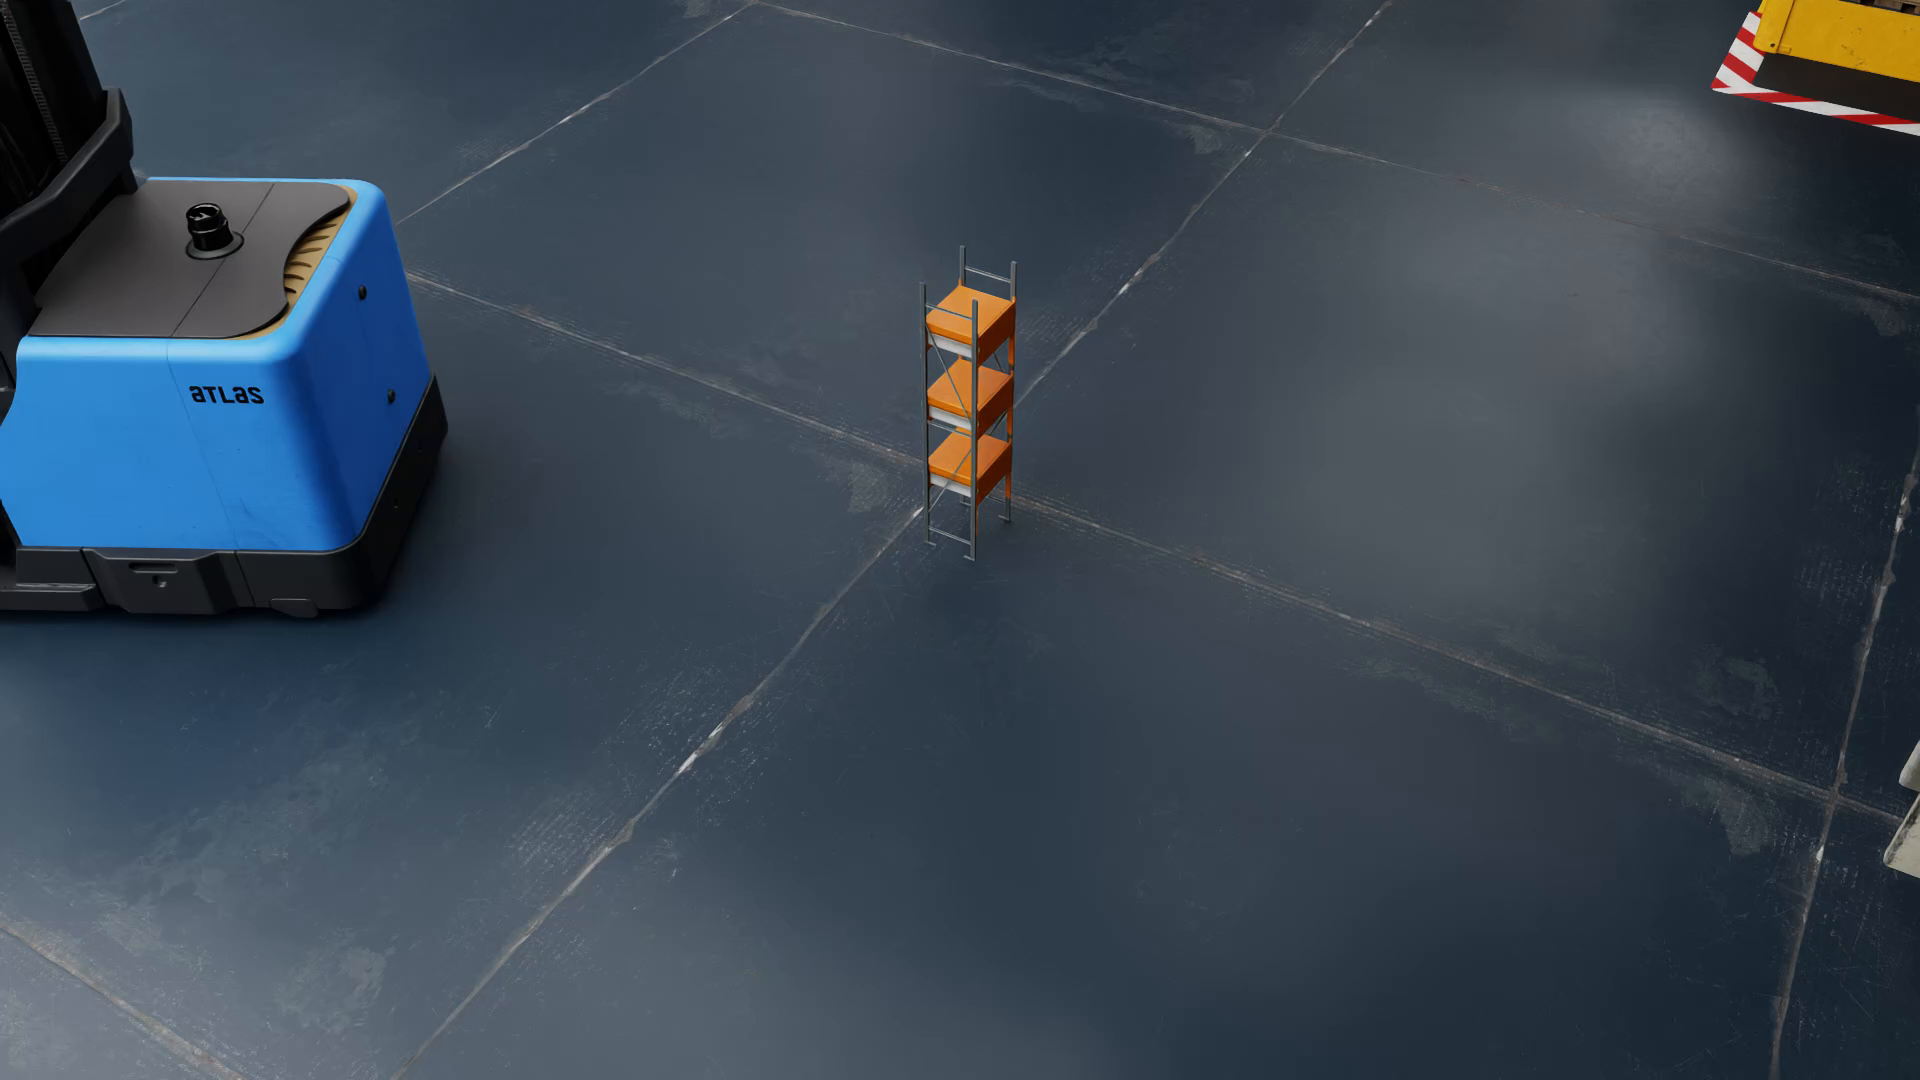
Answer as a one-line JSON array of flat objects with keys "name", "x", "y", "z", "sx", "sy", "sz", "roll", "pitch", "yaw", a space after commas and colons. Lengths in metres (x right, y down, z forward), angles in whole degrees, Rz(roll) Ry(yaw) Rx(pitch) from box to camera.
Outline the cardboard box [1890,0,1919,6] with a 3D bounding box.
[{"name": "cardboard box", "x": 5.135, "y": -2.946, "z": 8.588, "sx": 0.500, "sy": 0.250, "sz": 0.500, "roll": 21, "pitch": 46, "yaw": 22}]

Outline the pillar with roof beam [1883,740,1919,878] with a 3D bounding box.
[{"name": "pillar with roof beam", "x": -0.881, "y": -3.946, "z": 3.422, "sx": 9.100, "sy": 9.000, "sz": 0.400, "roll": 21, "pitch": 45, "yaw": 22}]

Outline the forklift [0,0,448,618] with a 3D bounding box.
[{"name": "forklift", "x": -3.403, "y": -1.194, "z": 4.888, "sx": 3.031, "sy": 2.935, "sz": 1.130, "roll": 1, "pitch": 41, "yaw": 1}]

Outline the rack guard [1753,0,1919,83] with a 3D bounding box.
[{"name": "rack guard", "x": 4.708, "y": -2.652, "z": 8.383, "sx": 1.175, "sy": 0.500, "sz": 0.348, "roll": 21, "pitch": 45, "yaw": 22}]

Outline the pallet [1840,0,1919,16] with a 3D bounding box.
[{"name": "pallet", "x": 5.066, "y": -3.009, "z": 9.007, "sx": 1.003, "sy": 0.211, "sz": 1.213, "roll": 21, "pitch": 45, "yaw": 22}]

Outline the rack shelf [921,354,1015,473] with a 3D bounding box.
[{"name": "rack shelf", "x": 0.027, "y": -0.417, "z": 5.445, "sx": 0.215, "sy": 0.259, "sz": 0.240, "roll": 21, "pitch": 45, "yaw": 22}]

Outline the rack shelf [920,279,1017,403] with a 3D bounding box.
[{"name": "rack shelf", "x": 0.027, "y": -0.630, "z": 5.257, "sx": 0.215, "sy": 0.259, "sz": 0.240, "roll": 21, "pitch": 45, "yaw": 22}]

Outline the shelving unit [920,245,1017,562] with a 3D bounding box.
[{"name": "shelving unit", "x": 0.027, "y": -0.425, "z": 5.438, "sx": 0.215, "sy": 1.050, "sz": 0.252, "roll": 21, "pitch": 45, "yaw": 22}]

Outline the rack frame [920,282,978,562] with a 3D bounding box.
[{"name": "rack frame", "x": -0.034, "y": -0.355, "z": 5.359, "sx": 0.200, "sy": 1.050, "sz": 0.008, "roll": 21, "pitch": 45, "yaw": 22}]

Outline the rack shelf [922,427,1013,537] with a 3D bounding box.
[{"name": "rack shelf", "x": 0.027, "y": -0.208, "z": 5.628, "sx": 0.215, "sy": 0.259, "sz": 0.240, "roll": 21, "pitch": 45, "yaw": 22}]

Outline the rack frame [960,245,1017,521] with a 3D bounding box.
[{"name": "rack frame", "x": 0.088, "y": -0.494, "z": 5.517, "sx": 0.200, "sy": 1.050, "sz": 0.008, "roll": 21, "pitch": 45, "yaw": 22}]
